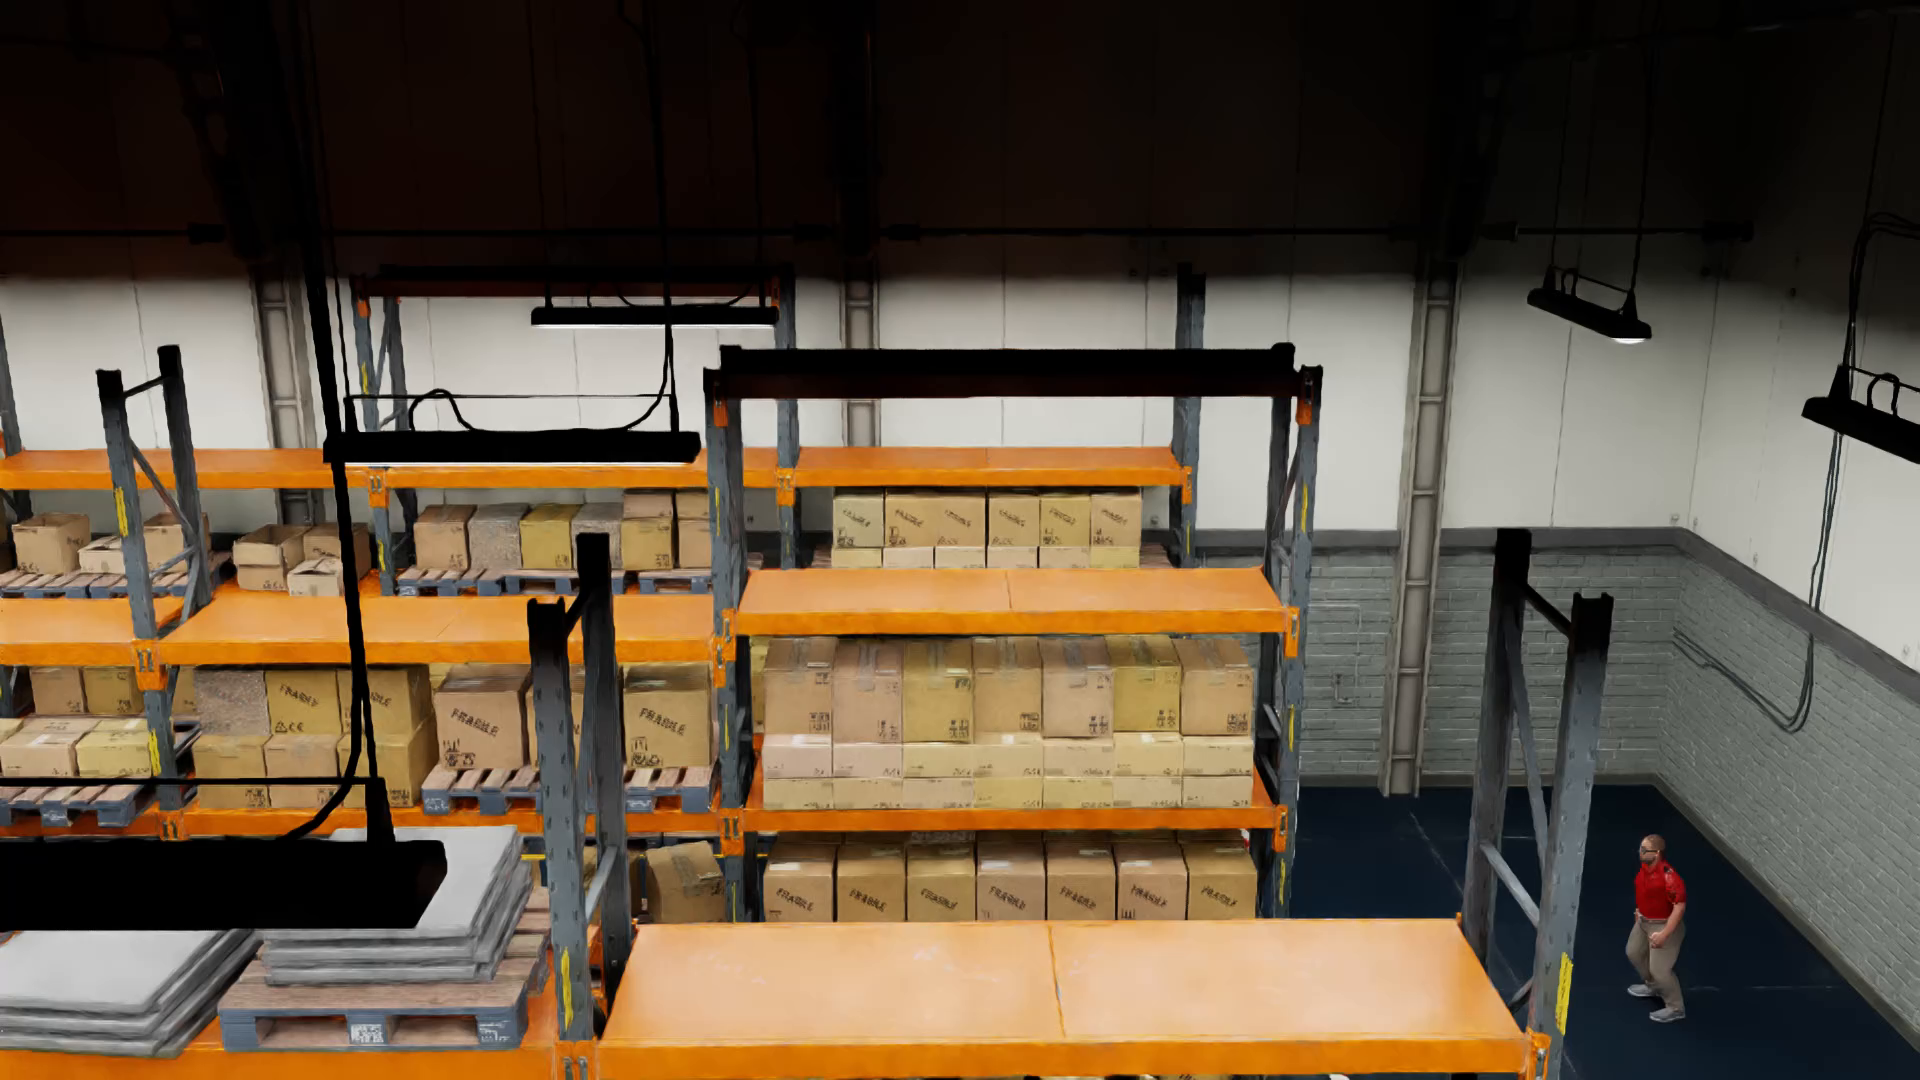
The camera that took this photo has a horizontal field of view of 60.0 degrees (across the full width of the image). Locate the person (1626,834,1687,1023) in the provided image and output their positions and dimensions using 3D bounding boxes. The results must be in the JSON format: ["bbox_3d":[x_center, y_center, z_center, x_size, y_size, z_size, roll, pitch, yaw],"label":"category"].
[{"bbox_3d":[6.006,3.293,14.277,0.535,1.676,0.682,-1,16,-2],"label":"person"}]
